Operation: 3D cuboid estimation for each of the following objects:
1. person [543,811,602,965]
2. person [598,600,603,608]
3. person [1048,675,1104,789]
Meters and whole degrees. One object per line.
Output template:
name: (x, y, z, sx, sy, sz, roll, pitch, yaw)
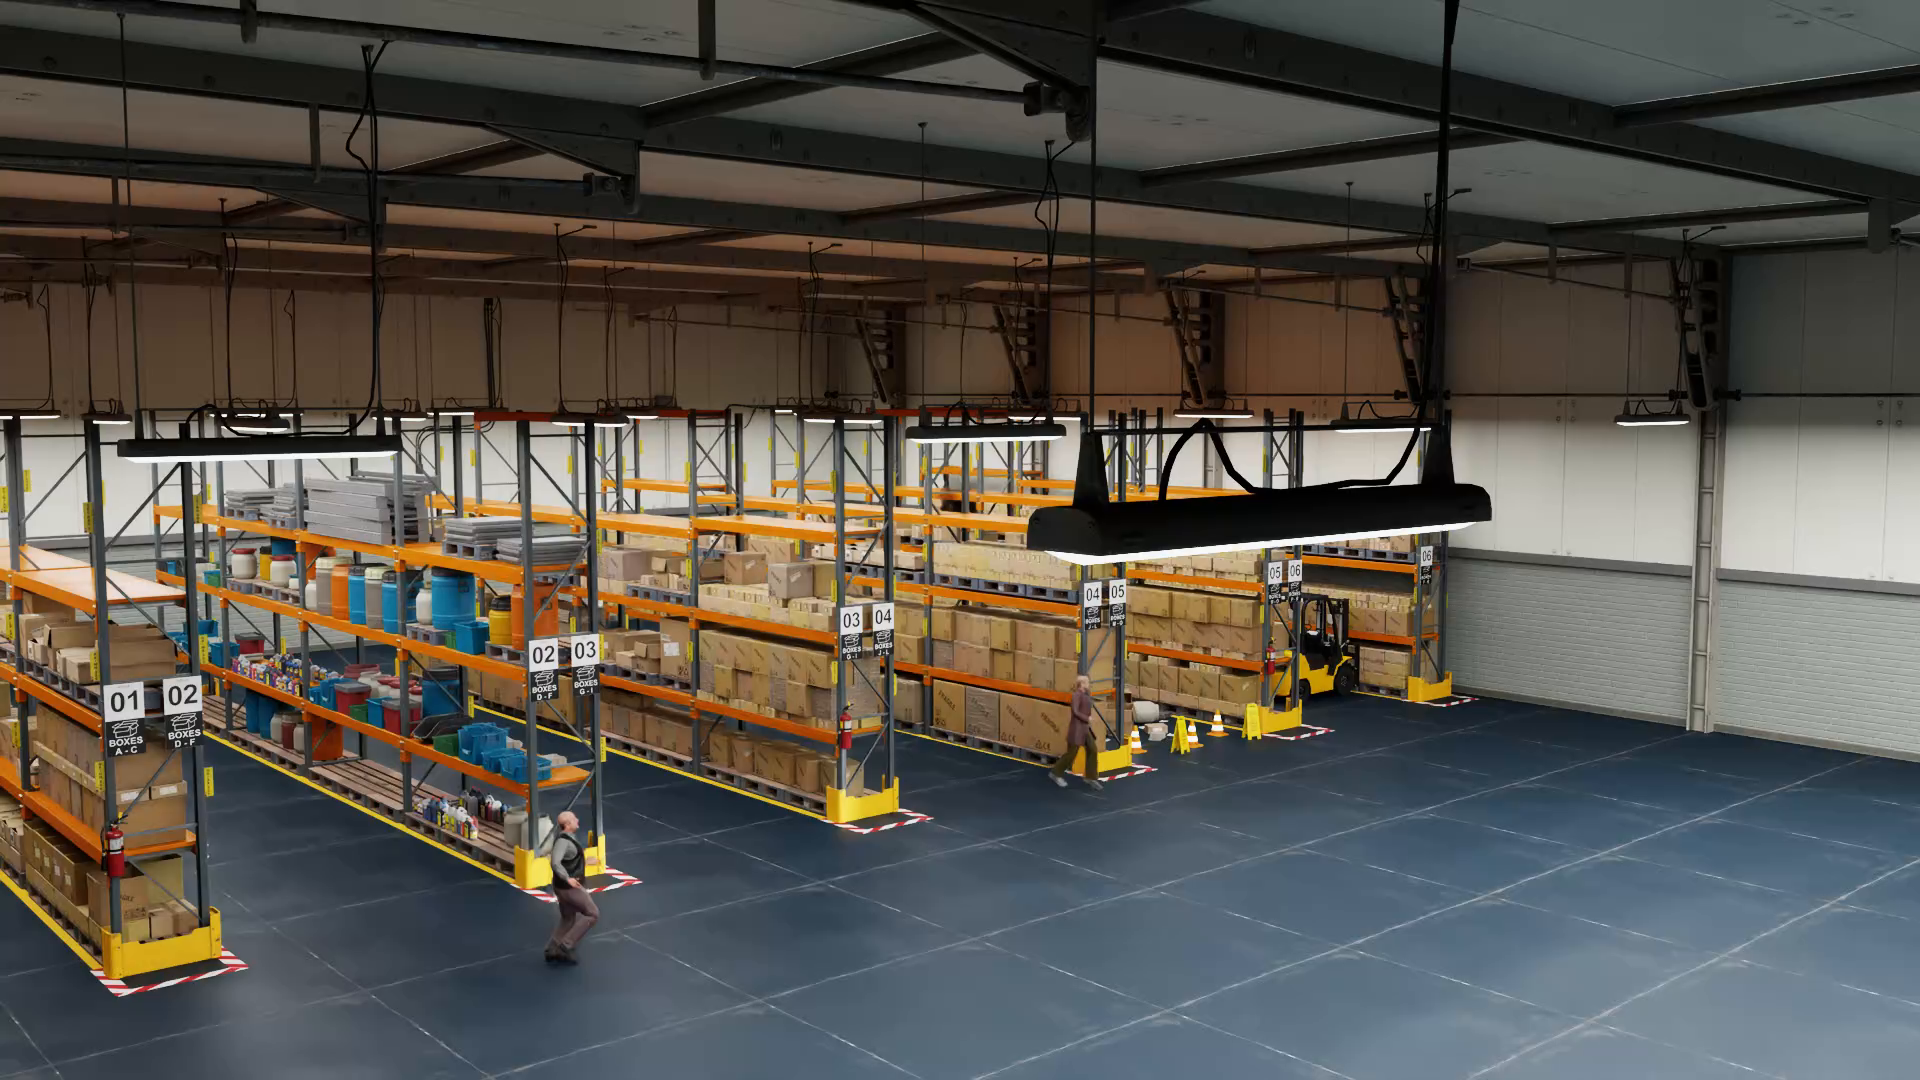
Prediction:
person: (-4.304, 3.857, 18.487, 0.675, 1.702, 0.633, -2, 5, -21)
person: (-8.865, 1.874, 40.807, 0.918, 1.777, 0.714, -3, 6, -28)
person: (1.924, 3.097, 26.867, 0.897, 1.829, 0.766, 2, 5, 19)
